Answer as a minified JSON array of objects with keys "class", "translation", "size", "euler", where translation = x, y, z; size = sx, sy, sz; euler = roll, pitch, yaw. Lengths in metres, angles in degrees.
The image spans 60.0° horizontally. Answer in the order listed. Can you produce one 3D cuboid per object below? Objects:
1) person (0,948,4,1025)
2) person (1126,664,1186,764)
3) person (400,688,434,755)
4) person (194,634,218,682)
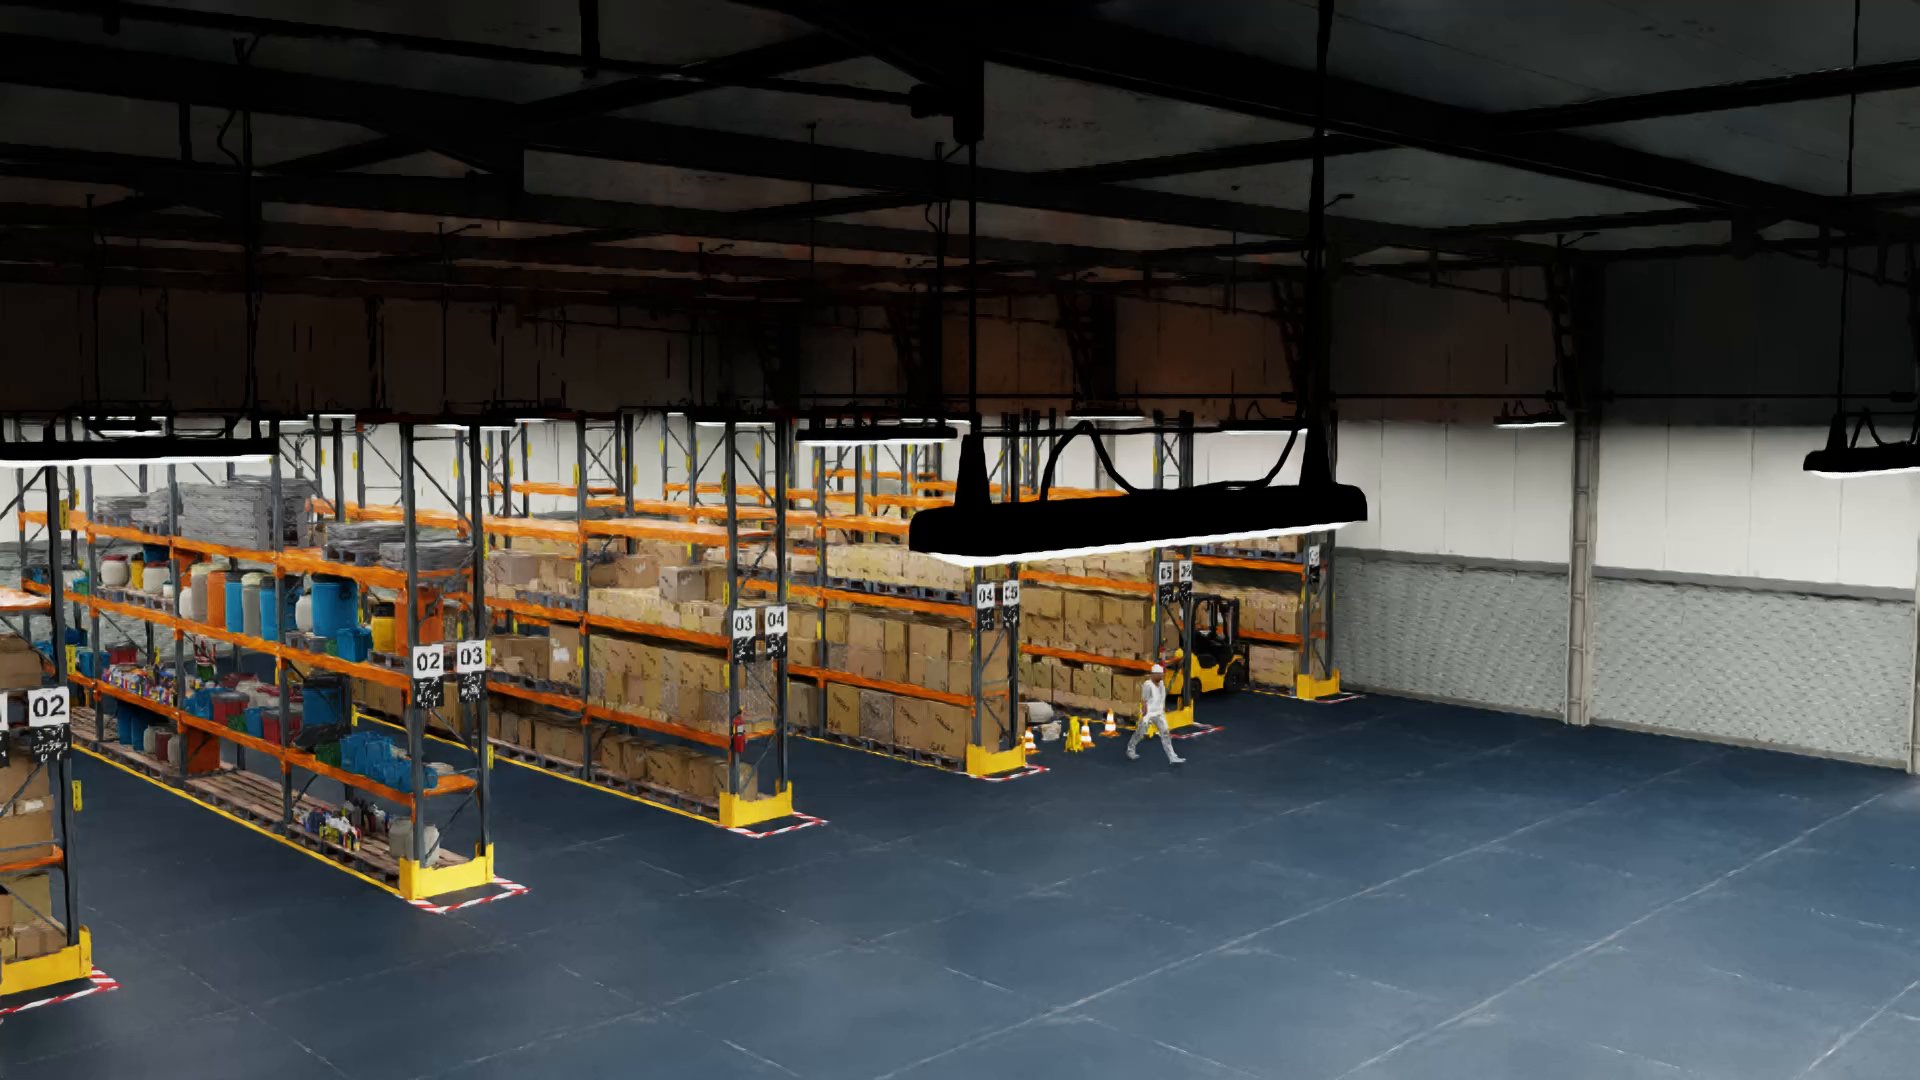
[{"class":"person","translation":[-9.919,4.085,16.583],"size":[0.497,1.636,0.632],"euler":[0,5,5]},{"class":"person","translation":[3.345,2.982,28.628],"size":[0.566,1.706,1.122],"euler":[-5,7,-43]},{"class":"person","translation":[-9.399,2.982,28.862],"size":[0.533,1.658,1.040],"euler":[-4,6,-36]},{"class":"person","translation":[-15.209,2.506,33.511],"size":[0.678,1.796,0.386],"euler":[4,6,36]}]
